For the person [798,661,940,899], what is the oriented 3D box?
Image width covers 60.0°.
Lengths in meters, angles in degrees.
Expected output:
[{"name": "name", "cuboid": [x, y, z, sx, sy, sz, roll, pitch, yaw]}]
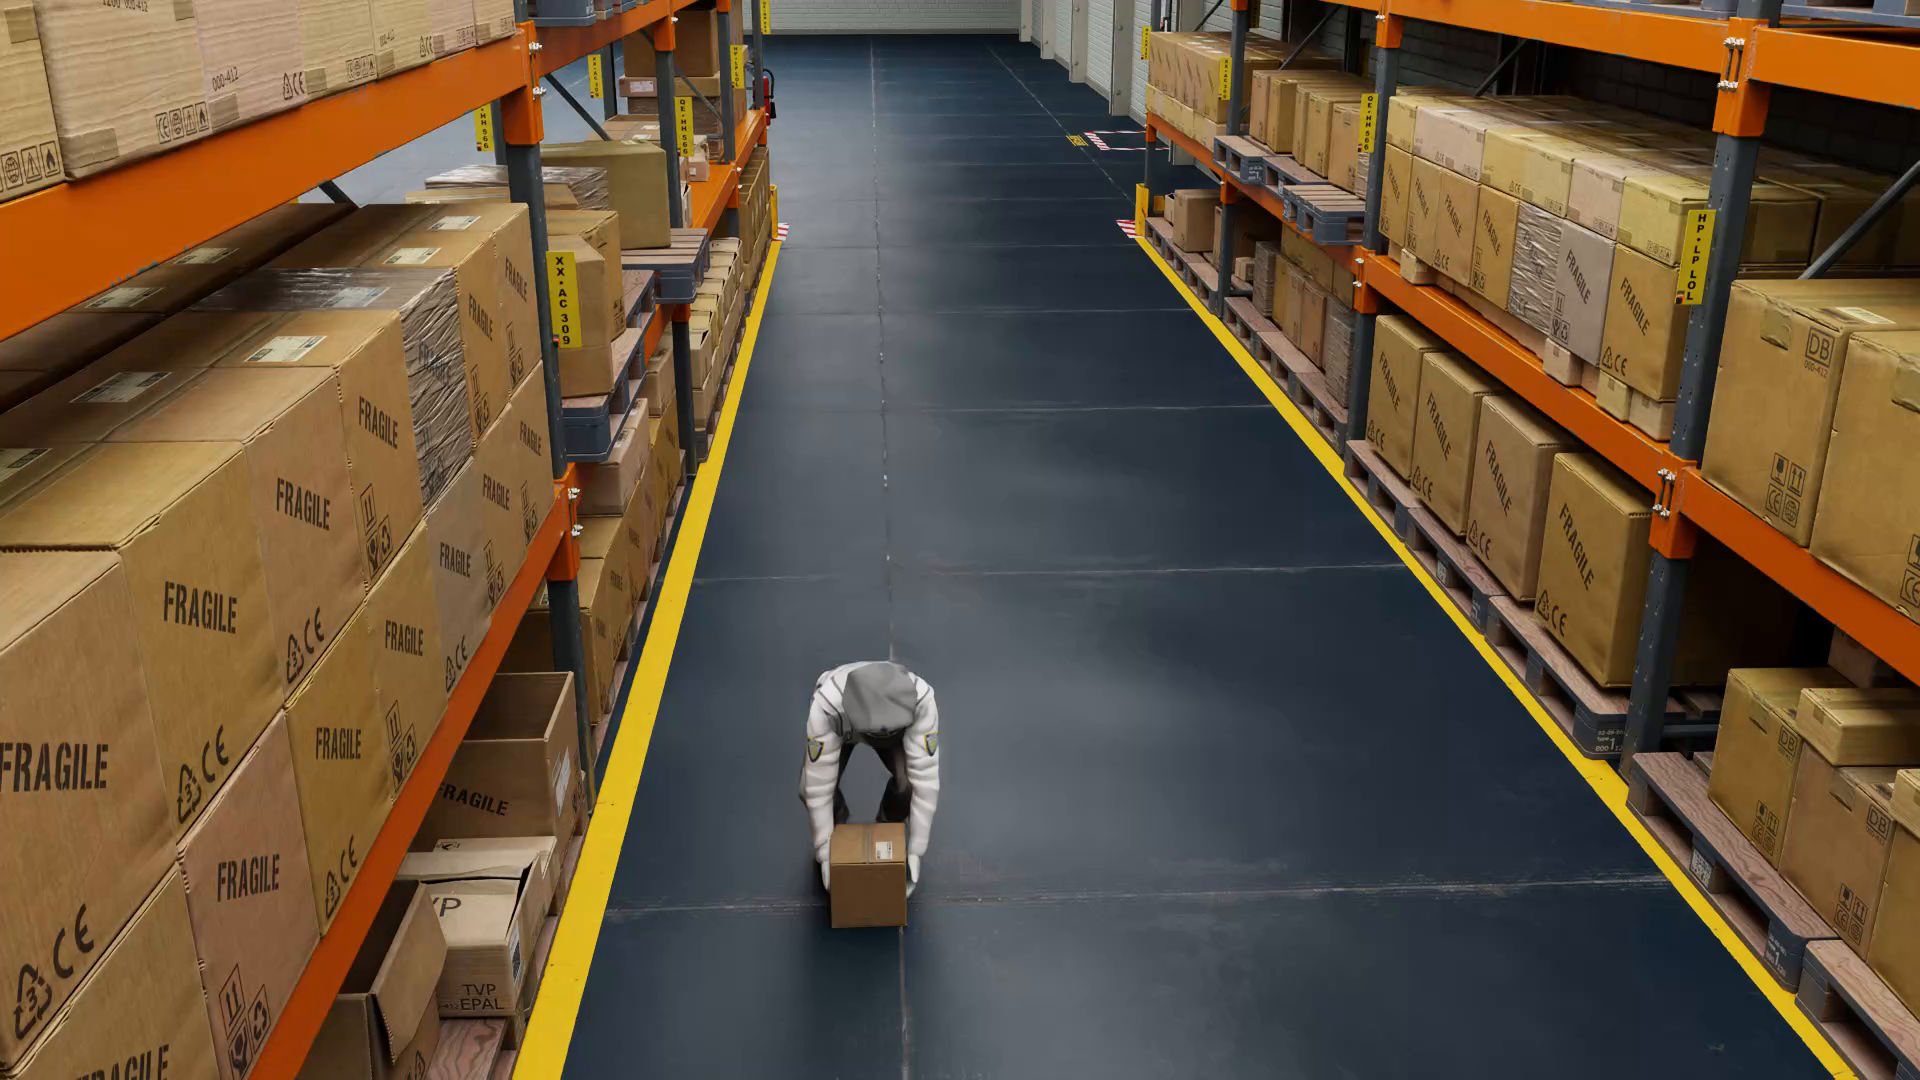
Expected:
[{"name": "person", "cuboid": [-0.320, 0.725, 5.781, 0.485, 0.875, 0.856, -1, 21, -3]}]
